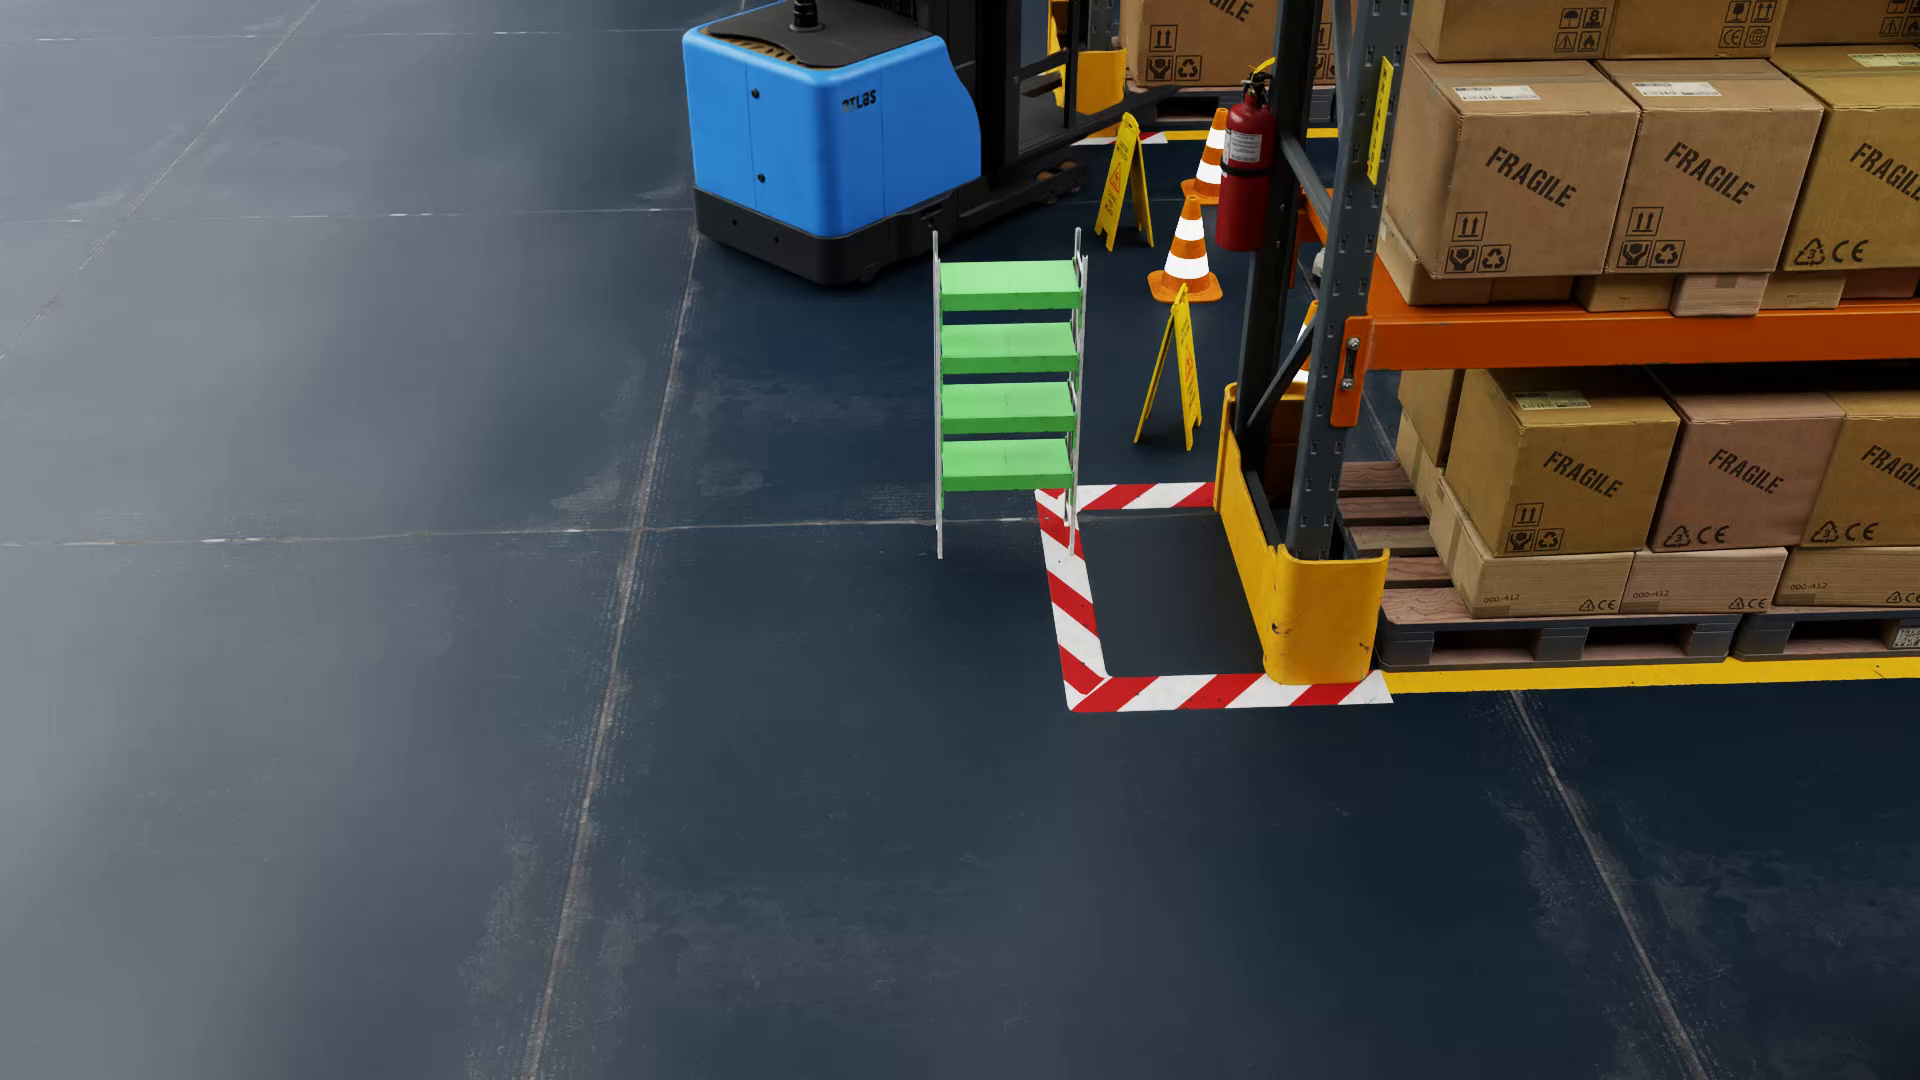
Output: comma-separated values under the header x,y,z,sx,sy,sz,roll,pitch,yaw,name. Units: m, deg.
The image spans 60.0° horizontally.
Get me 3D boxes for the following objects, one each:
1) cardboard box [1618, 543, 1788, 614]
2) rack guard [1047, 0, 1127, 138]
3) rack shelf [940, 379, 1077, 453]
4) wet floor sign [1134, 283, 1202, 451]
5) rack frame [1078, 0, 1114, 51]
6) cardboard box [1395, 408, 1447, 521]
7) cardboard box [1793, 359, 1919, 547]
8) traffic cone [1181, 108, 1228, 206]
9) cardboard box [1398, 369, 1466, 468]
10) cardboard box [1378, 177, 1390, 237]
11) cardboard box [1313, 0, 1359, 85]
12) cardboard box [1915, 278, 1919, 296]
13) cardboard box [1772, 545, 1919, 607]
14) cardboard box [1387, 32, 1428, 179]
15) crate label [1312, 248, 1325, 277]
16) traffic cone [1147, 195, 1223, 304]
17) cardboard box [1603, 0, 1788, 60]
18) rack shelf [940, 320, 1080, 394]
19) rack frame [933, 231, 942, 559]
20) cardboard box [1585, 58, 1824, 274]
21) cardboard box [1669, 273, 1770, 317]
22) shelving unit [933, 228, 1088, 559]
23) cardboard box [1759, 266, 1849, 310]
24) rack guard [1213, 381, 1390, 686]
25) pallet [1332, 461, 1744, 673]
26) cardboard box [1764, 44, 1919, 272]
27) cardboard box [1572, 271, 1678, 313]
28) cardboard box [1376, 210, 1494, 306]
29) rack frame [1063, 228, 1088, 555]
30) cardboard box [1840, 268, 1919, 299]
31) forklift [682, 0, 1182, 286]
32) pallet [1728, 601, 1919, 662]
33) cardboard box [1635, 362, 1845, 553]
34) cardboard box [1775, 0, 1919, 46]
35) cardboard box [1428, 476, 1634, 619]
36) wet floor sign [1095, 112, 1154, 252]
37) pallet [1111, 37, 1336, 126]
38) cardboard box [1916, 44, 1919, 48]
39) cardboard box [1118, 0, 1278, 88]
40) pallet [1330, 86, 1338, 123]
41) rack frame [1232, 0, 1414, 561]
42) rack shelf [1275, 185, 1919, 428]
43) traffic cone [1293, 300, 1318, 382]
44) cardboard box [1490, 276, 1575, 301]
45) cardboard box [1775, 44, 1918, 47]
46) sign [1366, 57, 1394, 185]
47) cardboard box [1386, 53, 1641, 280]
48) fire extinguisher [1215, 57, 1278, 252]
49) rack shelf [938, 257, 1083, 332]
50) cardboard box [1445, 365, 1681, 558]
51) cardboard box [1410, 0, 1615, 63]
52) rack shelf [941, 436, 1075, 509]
x,y,z,sx,sy,sz,roll,pitch,yaw,name
2.434,0.002,5.658,0.500,0.250,0.500,0,35,-1,cardboard box
0.745,-2.864,9.950,0.348,0.500,1.175,-2,35,-2,rack guard
0.165,-0.445,5.951,0.480,0.148,0.258,-2,35,-2,rack shelf
0.864,-0.717,6.719,0.232,0.644,0.267,10,36,14,wet floor sign
0.769,-3.893,9.239,0.127,3.000,1.000,-2,35,-2,rack frame
1.923,-0.299,6.094,0.500,0.250,0.500,-2,35,-2,cardboard box
2.971,-0.323,5.469,0.500,0.500,0.500,-1,35,-1,cardboard box
1.367,-2.057,8.815,0.334,0.463,0.336,-2,35,-2,traffic cone
1.893,-0.602,5.872,0.500,0.500,0.500,-1,35,-2,cardboard box
1.468,-1.110,5.439,0.250,0.149,0.380,0,35,-1,cardboard box
2.322,-3.273,9.841,0.875,0.875,0.875,-2,35,-3,cardboard box
3.012,-0.884,5.113,0.250,0.149,0.380,-2,35,-3,cardboard box
2.978,-0.020,5.690,0.500,0.250,0.500,1,35,1,cardboard box
1.634,-1.417,5.312,0.500,0.500,0.500,-2,35,-3,cardboard box
1.863,-1.328,8.048,0.298,0.136,0.250,-20,39,-26,crate label
1.081,-1.405,7.874,0.334,0.463,0.336,-2,35,-2,traffic cone
2.110,-1.804,4.993,0.500,0.500,0.700,-1,35,-2,cardboard box
0.165,-0.643,5.815,0.480,0.148,0.258,-2,35,-2,rack shelf
-0.079,-0.491,5.905,0.015,1.200,0.240,-2,35,-2,rack frame
2.108,-1.116,4.878,0.500,0.500,0.500,-1,35,-1,cardboard box
2.230,-0.827,5.029,0.250,0.149,0.380,-1,35,-1,cardboard box
0.165,-0.498,5.915,0.503,1.200,0.258,-2,35,-2,shelving unit
2.487,-0.853,5.067,0.250,0.149,0.380,-1,35,-1,cardboard box
1.181,-0.056,5.892,0.348,0.500,1.175,-2,35,-2,rack guard
1.994,0.061,5.976,1.213,0.211,1.003,-2,35,-2,pallet
2.617,-1.131,4.899,0.500,0.500,0.500,-2,35,-3,cardboard box
1.974,-0.846,5.057,0.250,0.149,0.380,-3,35,-4,cardboard box
1.454,-0.870,5.092,0.250,0.149,0.380,-1,35,-2,cardboard box
0.409,-0.504,5.924,0.015,1.200,0.240,-2,35,-2,rack frame
2.748,-0.894,5.127,0.250,0.149,0.380,0,35,-1,cardboard box
0.033,-3.161,8.242,1.130,2.935,3.031,27,43,34,forklift
3.209,0.030,6.022,1.213,0.211,1.003,-2,35,-2,pallet
2.469,-0.314,5.457,0.500,0.500,0.500,-3,35,-4,cardboard box
2.615,-1.876,5.097,0.500,0.500,0.700,-2,35,-3,cardboard box
1.923,0.012,5.645,0.500,0.250,0.500,-2,35,-3,cardboard box
0.834,-1.799,8.282,0.232,0.644,0.267,-7,35,-10,wet floor sign
1.564,-2.812,10.128,1.213,0.211,1.003,-2,35,-2,pallet
3.125,-1.149,4.925,0.500,0.500,0.500,-2,35,-3,cardboard box
1.444,-3.248,9.805,0.875,0.875,0.875,-1,35,-2,cardboard box
2.780,-2.843,10.173,1.213,0.211,1.003,-2,35,-2,pallet
1.105,-1.082,5.177,0.127,3.000,1.000,-2,35,-2,rack frame
3.102,-0.840,5.460,4.000,0.370,1.077,-2,35,-2,rack shelf
1.473,-0.784,6.976,0.334,0.463,0.336,-2,35,-2,traffic cone
1.705,-0.885,5.114,0.250,0.149,0.380,-1,35,-2,cardboard box
2.634,-1.439,5.344,0.500,0.500,0.500,-2,35,-2,cardboard box
1.130,-1.129,4.485,0.005,0.325,0.100,-2,35,-2,sign
1.591,-1.100,4.855,0.500,0.500,0.500,-2,35,-3,cardboard box
0.968,-1.309,5.573,0.183,0.674,0.296,-2,35,-2,fire extinguisher
0.165,-0.840,5.678,0.480,0.148,0.258,-2,35,-2,rack shelf
1.947,-0.298,5.433,0.500,0.500,0.500,-3,35,-4,cardboard box
1.605,-1.794,4.979,0.500,0.500,0.700,-2,35,-3,cardboard box
0.165,-0.248,6.088,0.480,0.148,0.258,-2,35,-2,rack shelf
